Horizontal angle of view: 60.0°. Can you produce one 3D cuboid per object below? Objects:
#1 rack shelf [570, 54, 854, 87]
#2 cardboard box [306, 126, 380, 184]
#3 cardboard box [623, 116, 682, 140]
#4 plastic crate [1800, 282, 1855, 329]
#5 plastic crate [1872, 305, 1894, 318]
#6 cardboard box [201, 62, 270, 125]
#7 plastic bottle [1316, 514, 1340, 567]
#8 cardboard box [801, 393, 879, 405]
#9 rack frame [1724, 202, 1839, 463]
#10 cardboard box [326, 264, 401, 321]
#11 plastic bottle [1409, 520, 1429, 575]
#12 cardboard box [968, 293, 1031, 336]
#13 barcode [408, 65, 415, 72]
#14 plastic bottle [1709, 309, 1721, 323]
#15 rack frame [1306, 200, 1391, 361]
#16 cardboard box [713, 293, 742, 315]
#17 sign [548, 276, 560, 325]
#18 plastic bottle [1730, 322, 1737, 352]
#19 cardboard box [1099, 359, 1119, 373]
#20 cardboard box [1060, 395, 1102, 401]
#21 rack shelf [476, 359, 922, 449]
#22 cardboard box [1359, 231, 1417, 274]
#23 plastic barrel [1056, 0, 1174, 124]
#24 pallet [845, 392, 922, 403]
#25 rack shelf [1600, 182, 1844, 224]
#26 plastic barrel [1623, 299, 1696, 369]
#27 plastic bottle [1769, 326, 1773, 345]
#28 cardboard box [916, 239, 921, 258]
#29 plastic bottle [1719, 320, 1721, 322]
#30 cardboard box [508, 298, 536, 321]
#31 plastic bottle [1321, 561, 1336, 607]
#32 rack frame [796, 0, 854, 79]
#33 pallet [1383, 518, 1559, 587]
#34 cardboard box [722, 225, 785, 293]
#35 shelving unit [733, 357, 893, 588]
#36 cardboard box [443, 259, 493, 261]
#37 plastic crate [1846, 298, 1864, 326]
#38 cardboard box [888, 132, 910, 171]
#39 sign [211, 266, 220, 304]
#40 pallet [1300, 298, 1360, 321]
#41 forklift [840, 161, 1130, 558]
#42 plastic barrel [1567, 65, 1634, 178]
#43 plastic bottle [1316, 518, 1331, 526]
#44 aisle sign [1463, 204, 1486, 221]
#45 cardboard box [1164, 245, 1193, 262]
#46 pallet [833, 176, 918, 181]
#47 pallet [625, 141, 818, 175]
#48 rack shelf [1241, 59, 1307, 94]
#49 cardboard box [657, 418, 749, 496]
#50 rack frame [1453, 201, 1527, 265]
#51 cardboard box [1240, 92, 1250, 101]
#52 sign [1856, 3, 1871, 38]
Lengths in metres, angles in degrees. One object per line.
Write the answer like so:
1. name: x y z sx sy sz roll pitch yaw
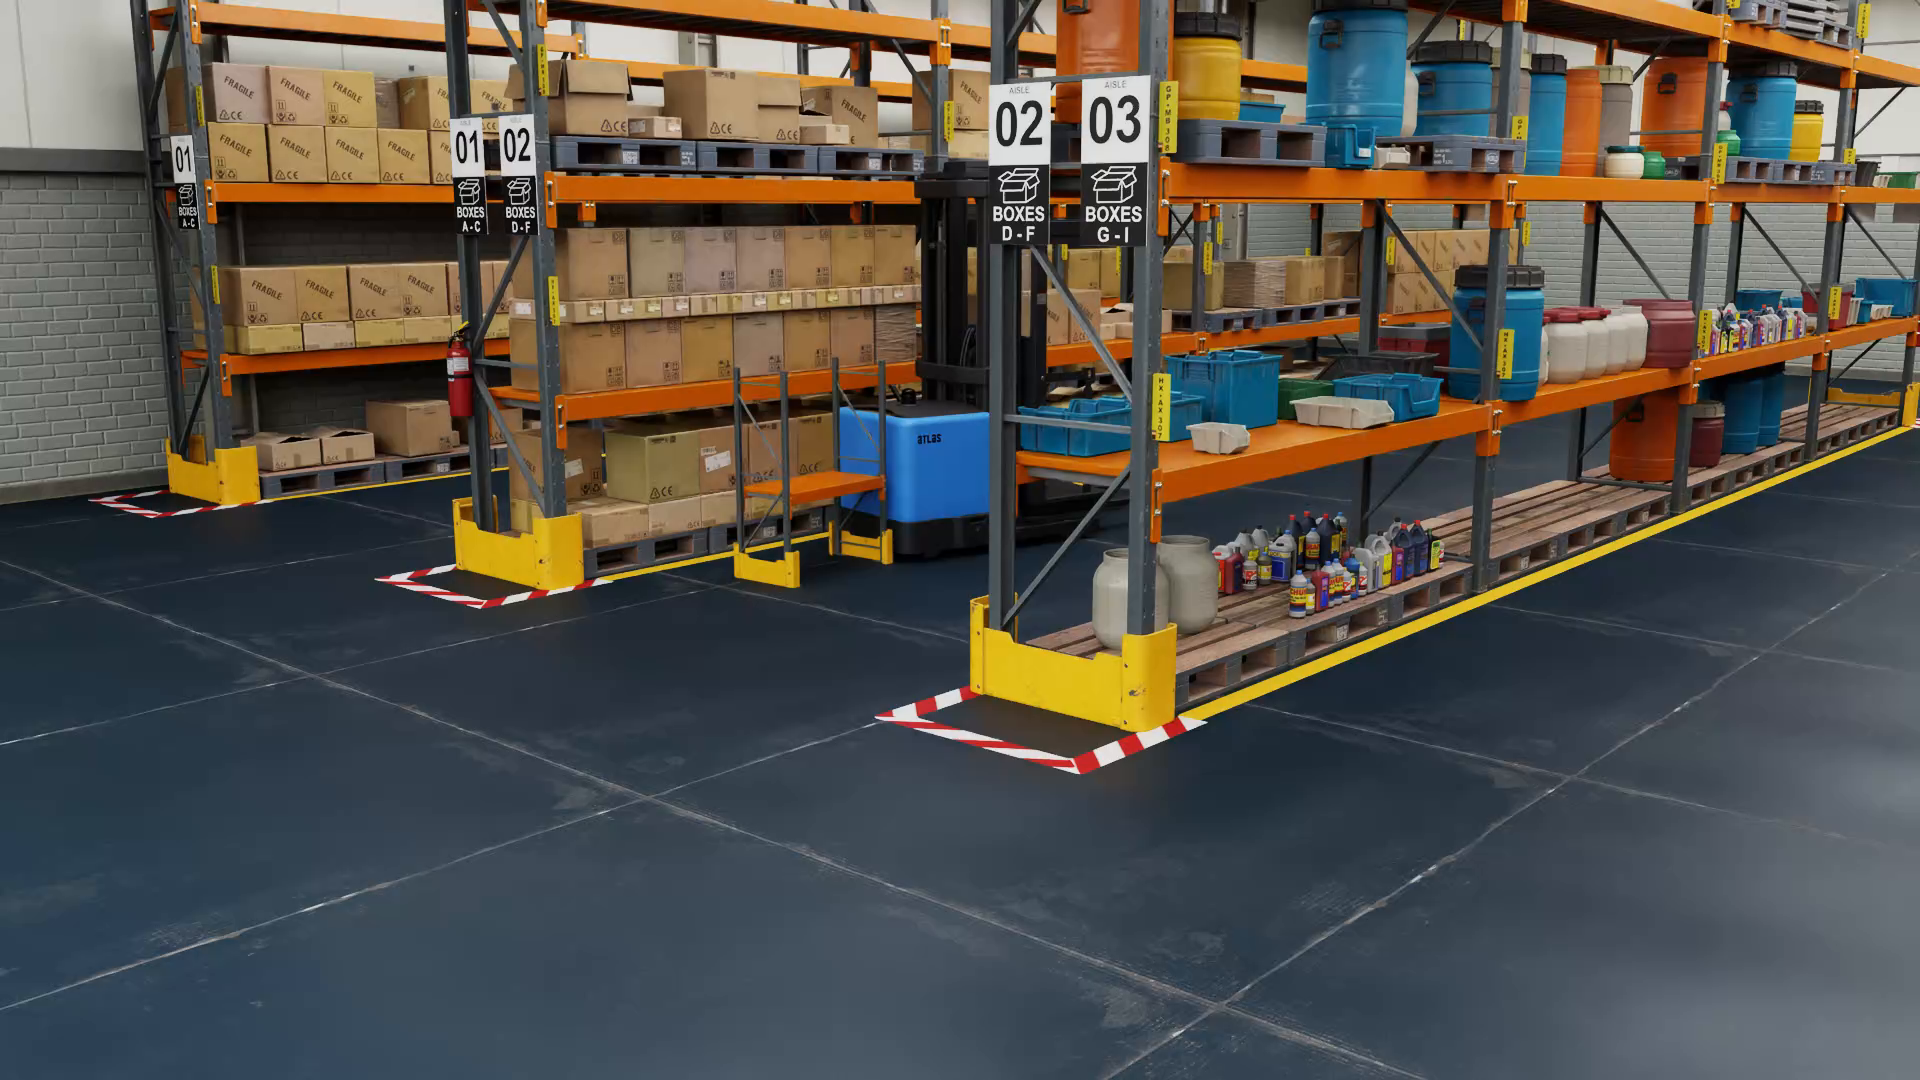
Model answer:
1. rack shelf: -2.914 -5.138 18.818 1.077 0.370 4.000 10 15 40
2. cardboard box: -5.745 -3.560 15.413 0.500 0.500 0.500 11 16 43
3. cardboard box: -2.242 -2.995 12.101 0.380 0.149 0.250 10 15 40
4. plastic crate: 9.266 -2.507 17.786 0.402 0.464 0.583 10 15 40
5. plastic crate: 10.726 -2.692 19.551 0.396 0.136 0.243 10 15 40
6. cardboard box: -6.438 -3.908 14.600 0.500 0.500 0.500 8 14 36
7. plastic bottle: 2.471 -0.003 11.207 0.144 0.351 0.185 10 15 40
8. cardboard box: -1.052 -1.008 14.635 0.500 0.500 0.500 10 15 40
9. rack frame: 8.488 -2.347 17.303 1.000 3.000 0.127 10 15 40
10. cardboard box: -5.655 -2.344 15.707 0.500 0.500 0.500 9 14 39
11. plastic bottle: 2.999 0.045 10.965 0.144 0.351 0.185 9 15 39
12. cardboard box: 0.356 -2.048 15.553 0.500 0.500 0.500 -11 16 -43
13. barcode: -5.475 -4.704 16.598 0.001 0.075 0.075 10 15 40
14. plastic bottle: 7.655 -2.213 16.951 0.152 0.276 0.135 10 15 40
15. rack frame: 4.770 -2.988 20.512 1.000 3.000 0.127 10 15 40
16. cardboard box: -1.882 -1.809 12.699 0.380 0.149 0.250 10 15 40
17. sign: -2.739 -1.613 11.216 0.100 0.325 0.005 10 15 40
18. plastic bottle: 7.019 -1.852 15.155 0.097 0.271 0.097 0 11 0
19. cardboard box: 1.951 -2.778 24.772 0.700 0.500 0.500 10 15 40
20. cardboard box: 1.295 -1.272 16.437 0.500 0.311 0.500 10 15 40
21. rack shelf: -1.831 -1.164 13.216 1.077 0.370 4.000 10 15 40
22. cardboard box: 5.292 -3.560 20.569 0.500 0.500 0.500 10 15 42
23. plastic barrel: 0.792 -2.557 8.527 0.600 0.830 0.708 10 15 40
24. pallet: -1.017 -1.778 21.575 1.003 0.211 1.213 10 15 40
25. rack shelf: 7.168 -3.171 15.606 1.077 0.370 4.000 10 15 40
26. plastic barrel: 5.769 -1.718 13.805 0.600 0.536 0.708 10 15 40
27. plastic bottle: 7.752 -1.981 15.980 0.097 0.201 0.097 0 11 0
28. cardboard box: -0.747 -3.724 21.219 0.500 0.250 0.500 9 15 40
29. plastic bottle: 7.761 -2.163 16.891 0.097 0.201 0.097 0 11 0
30. cardboard box: -3.042 -1.670 12.004 0.380 0.149 0.250 9 15 39
31. plastic bottle: 2.224 0.264 10.074 0.097 0.271 0.097 0 11 0
32. rack frame: -1.594 -5.981 20.182 1.000 3.000 0.127 10 15 40
33. pallet: 3.697 0.077 12.287 1.003 0.211 1.213 10 15 40
34. cardboard box: -1.793 -2.208 13.042 0.700 0.500 0.500 10 15 40
35. shelving unit: -1.056 -0.519 11.978 0.587 1.500 1.083 9 14 37
36. cardboard box: -5.046 -2.637 17.173 0.500 0.500 0.500 10 15 40
37. plastic crate: 9.635 -2.519 18.314 0.437 0.282 0.530 10 15 40
38. cardboard box: -1.007 -4.938 21.241 0.700 0.500 0.500 9 14 37
39. sign: -6.467 -2.217 14.441 0.100 0.325 0.005 10 15 40
40. pallet: 4.160 -2.790 20.013 1.003 0.211 1.213 10 15 40
41. forklift: 0.504 -1.510 13.289 3.031 2.935 1.130 -8 14 -36
42. plastic barrel: 5.143 -3.382 13.549 0.600 0.901 0.600 0 11 0
43. plastic bottle: 2.475 -0.009 11.427 0.152 0.276 0.135 10 15 42
44. aisle sign: 7.235 -4.899 23.444 0.394 0.787 0.004 10 15 40
45. cardboard box: 3.358 -4.287 26.251 0.980 0.700 0.700 11 16 43
46. pallet: -1.209 -4.519 21.003 1.213 0.211 1.003 11 16 43
47. pallet: -1.860 -2.931 12.794 1.003 0.211 1.213 10 15 40
48. rack shelf: 3.450 -5.087 18.561 1.077 0.370 4.000 10 15 40
49. cardboard box: -1.981 -0.647 12.825 0.500 0.500 0.500 10 15 40
50. rack frame: 7.410 -3.576 23.459 1.000 3.000 0.127 10 15 40
51. cardboard box: 2.759 -4.548 17.857 0.500 0.500 0.500 10 15 40
52. sign: 8.900 -5.115 16.378 0.100 0.325 0.005 10 15 40
